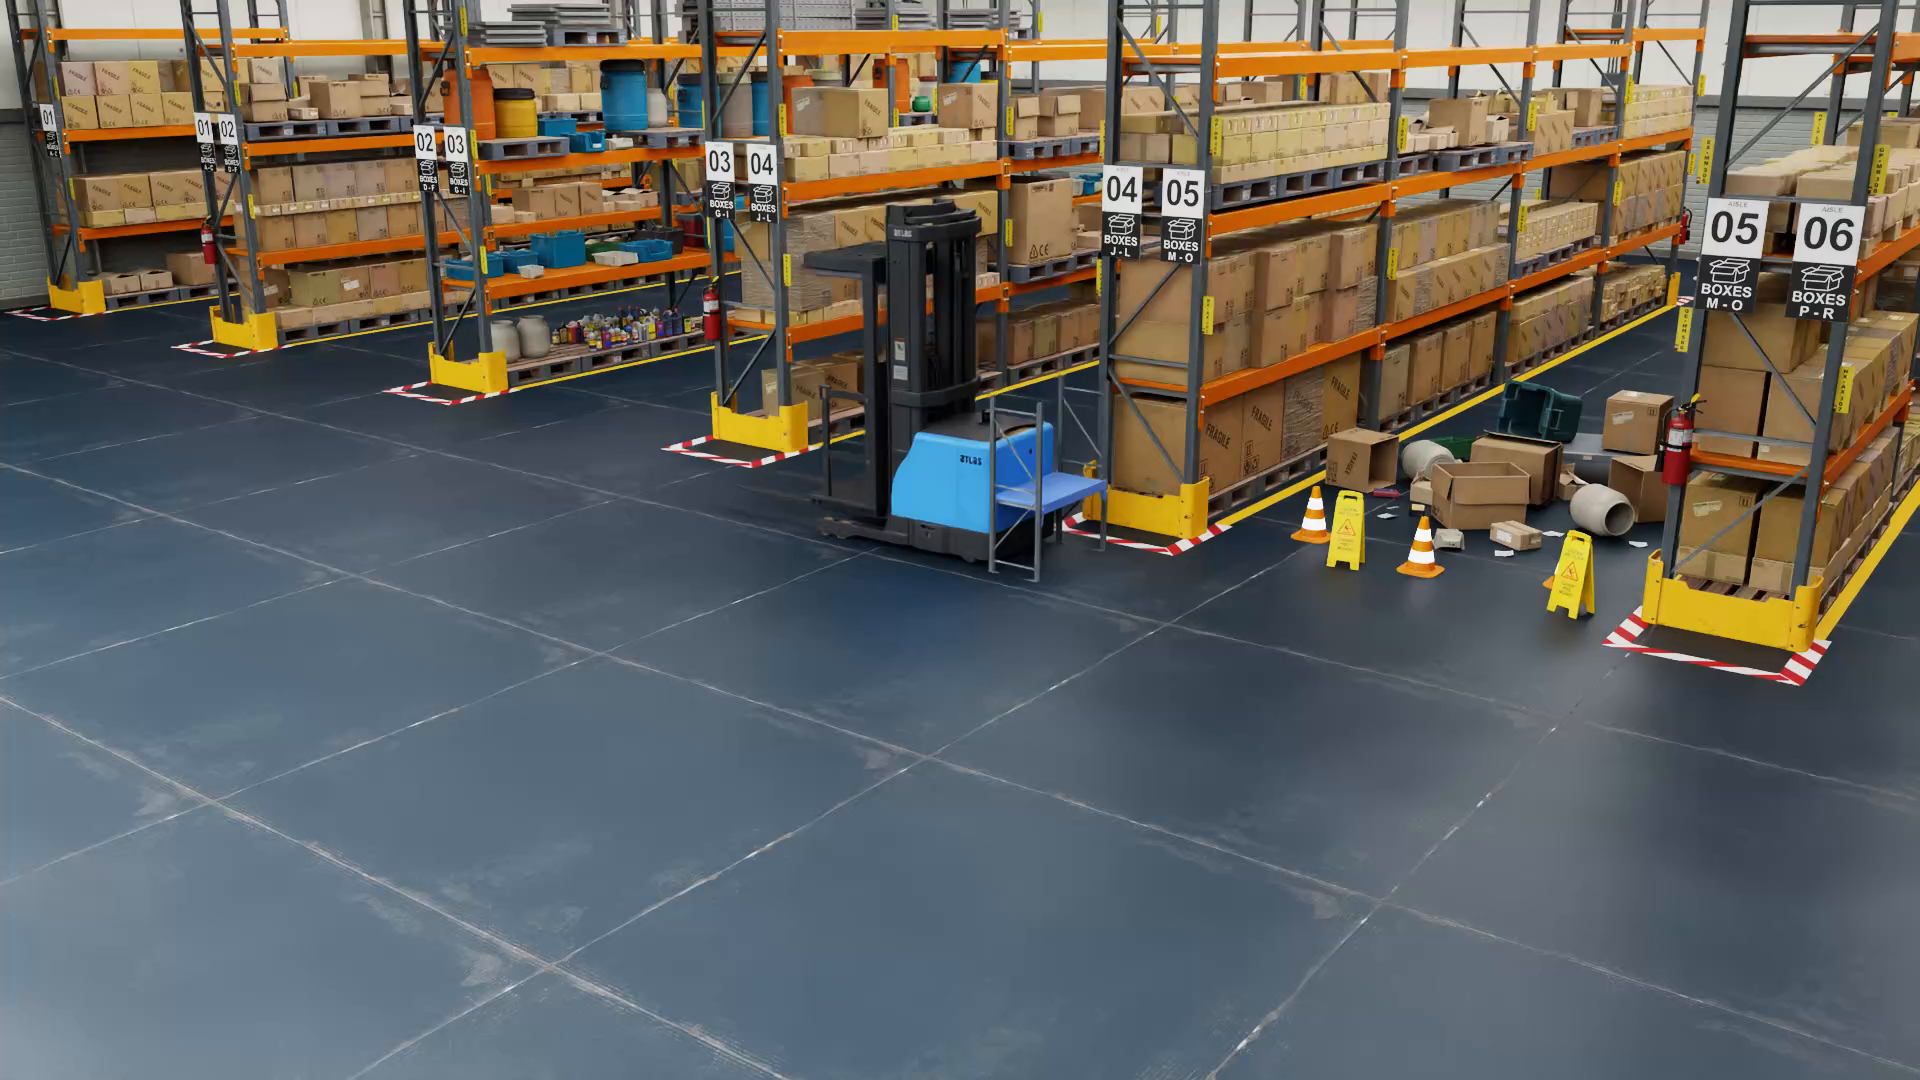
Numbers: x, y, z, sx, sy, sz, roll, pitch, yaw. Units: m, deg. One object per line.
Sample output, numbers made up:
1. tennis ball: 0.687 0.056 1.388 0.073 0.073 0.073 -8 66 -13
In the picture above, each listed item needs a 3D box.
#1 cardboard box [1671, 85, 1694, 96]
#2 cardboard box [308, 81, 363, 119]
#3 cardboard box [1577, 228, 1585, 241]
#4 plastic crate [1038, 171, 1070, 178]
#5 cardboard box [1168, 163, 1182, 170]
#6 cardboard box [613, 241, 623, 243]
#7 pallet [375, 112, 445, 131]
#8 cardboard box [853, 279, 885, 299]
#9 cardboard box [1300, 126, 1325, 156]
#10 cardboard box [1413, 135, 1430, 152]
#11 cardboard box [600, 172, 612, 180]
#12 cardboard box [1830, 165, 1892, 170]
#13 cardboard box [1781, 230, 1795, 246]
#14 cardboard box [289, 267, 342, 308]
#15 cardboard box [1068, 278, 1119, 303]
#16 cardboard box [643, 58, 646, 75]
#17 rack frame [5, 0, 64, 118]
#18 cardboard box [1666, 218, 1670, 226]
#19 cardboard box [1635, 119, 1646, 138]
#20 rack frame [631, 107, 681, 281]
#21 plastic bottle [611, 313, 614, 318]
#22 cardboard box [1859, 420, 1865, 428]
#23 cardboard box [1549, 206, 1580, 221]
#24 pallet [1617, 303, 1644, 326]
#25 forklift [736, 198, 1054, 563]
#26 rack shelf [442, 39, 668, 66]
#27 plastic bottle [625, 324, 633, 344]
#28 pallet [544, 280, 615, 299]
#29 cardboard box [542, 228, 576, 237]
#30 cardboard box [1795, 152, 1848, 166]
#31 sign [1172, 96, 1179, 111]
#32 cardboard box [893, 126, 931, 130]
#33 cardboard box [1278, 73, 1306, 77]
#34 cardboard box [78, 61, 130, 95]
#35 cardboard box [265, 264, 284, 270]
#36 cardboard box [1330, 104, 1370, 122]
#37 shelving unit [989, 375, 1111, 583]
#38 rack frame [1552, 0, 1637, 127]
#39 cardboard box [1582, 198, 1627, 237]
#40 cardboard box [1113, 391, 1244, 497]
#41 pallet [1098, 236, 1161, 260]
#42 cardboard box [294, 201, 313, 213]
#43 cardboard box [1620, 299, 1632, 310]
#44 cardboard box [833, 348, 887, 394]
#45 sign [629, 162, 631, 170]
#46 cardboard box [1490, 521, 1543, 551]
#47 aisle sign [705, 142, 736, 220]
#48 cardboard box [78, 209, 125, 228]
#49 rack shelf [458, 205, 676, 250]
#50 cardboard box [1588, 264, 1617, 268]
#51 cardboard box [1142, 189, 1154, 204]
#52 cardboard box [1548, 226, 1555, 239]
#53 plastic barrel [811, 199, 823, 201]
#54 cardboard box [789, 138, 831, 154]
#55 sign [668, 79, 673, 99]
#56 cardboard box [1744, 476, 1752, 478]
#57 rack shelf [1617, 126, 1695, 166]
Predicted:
1. cardboard box: 11.265 -7.052 26.074 0.380 0.149 0.250 12 21 34
2. cardboard box: -8.974 -6.329 23.896 0.500 0.500 0.500 12 21 35
3. cardboard box: 8.462 -4.270 23.152 0.380 0.149 0.250 12 21 35
4. plastic crate: 1.676 -6.444 30.226 0.402 0.464 0.583 12 21 35
5. cardboard box: 1.770 -3.342 14.936 0.380 0.149 0.250 13 21 35
6. cardboard box: -5.835 -5.001 28.774 0.500 0.311 0.500 12 21 34
7. pallet: -8.287 -6.369 25.287 1.003 0.211 1.213 12 21 35
8. cardboard box: -1.346 -3.050 18.838 0.875 0.500 0.500 12 21 35
9. cardboard box: 3.088 -3.764 15.622 0.500 0.250 0.500 12 21 34
10. cardboard box: 4.894 -4.299 18.018 0.250 0.149 0.380 12 21 35
11. cardboard box: -7.420 -7.534 34.338 0.380 0.149 0.250 12 21 35
12. cardboard box: 6.721 -2.707 12.425 0.380 0.149 0.250 12 21 34
13. cardboard box: 6.025 -2.301 12.461 0.380 0.149 0.250 13 22 36
14. cardboard box: -9.389 -3.687 24.224 0.500 0.500 0.500 12 21 35
15. cardboard box: 1.854 -3.469 23.067 0.500 0.250 0.500 16 23 41
16. cardboard box: -6.364 -10.054 35.116 0.500 0.500 0.500 12 21 34
17. rack frame: -14.164 -7.974 25.246 1.000 3.000 0.127 12 21 35
18. cardboard box: 11.081 -5.093 26.509 0.380 0.149 0.250 12 21 35
19. cardboard box: 9.622 -5.986 24.156 0.500 0.250 0.500 12 21 34
20. rack frame: -5.417 -6.139 29.456 1.000 3.000 0.127 12 21 35
21. plastic bottle: -4.883 -3.028 23.274 0.061 0.283 0.133 14 22 37
22. cardboard box: 7.065 -1.018 13.389 0.380 0.149 0.250 12 21 33
23. cardboard box: 8.290 -4.487 22.847 0.380 0.149 0.250 12 21 35
24. pallet: 9.942 -3.567 25.873 1.003 0.211 1.213 12 21 35
25. forklift: -0.678 -1.524 14.709 3.031 2.935 1.130 12 21 33
26. rack shelf: -6.608 -7.994 27.198 1.077 0.370 4.000 12 21 35
27. plastic bottle: -4.492 -2.795 22.546 0.097 0.271 0.097 0 17 0
28. pallet: -6.666 -4.329 28.329 1.003 0.211 1.213 12 21 35
29. cardboard box: -8.326 -6.547 33.686 0.750 0.750 0.750 12 21 34
30. cardboard box: 7.081 -3.106 13.709 0.380 0.149 0.250 12 21 33
31. sign: 2.972 -5.971 22.984 0.100 0.325 0.005 12 21 35
32. cardboard box: -0.571 -4.827 19.753 0.380 0.149 0.250 13 21 35
33. cardboard box: 5.486 -7.650 26.954 0.500 0.250 0.500 11 20 31
34. cardboard box: -13.400 -7.235 26.038 0.500 0.500 0.500 12 21 34
35. cardboard box: -12.075 -4.785 29.132 0.380 0.166 0.250 9 20 28
36. cardboard box: 3.814 -4.213 16.398 0.380 0.149 0.250 12 21 35
37. shelving unit: 0.753 -0.532 13.928 0.538 1.500 1.048 12 21 35
38. rack frame: 8.844 -7.305 23.095 1.000 3.000 0.127 12 21 35
39. cardboard box: 9.341 -4.703 24.162 0.500 0.500 0.500 12 21 34
40. cardboard box: 2.045 -0.941 15.591 0.875 0.875 0.875 13 21 35
41. pallet: 2.198 -4.108 23.237 1.213 0.211 1.003 12 21 35
42. cardboard box: -9.472 -4.769 23.782 0.380 0.149 0.250 13 21 35
43. cardboard box: 10.059 -3.625 25.459 0.380 0.149 0.250 12 21 33
44. cardboard box: -1.127 -1.929 19.406 0.500 0.500 0.500 15 23 40
45. sign: -5.858 -6.748 29.598 0.100 0.325 0.005 12 21 35
46. cardboard box: 4.887 -0.039 14.618 0.250 0.149 0.380 -7 19 -22
47. aisle sign: -2.507 -3.762 17.418 0.394 0.787 0.004 12 21 35
48. cardboard box: -13.618 -5.107 26.349 0.500 0.250 0.500 12 21 33
49. rack shelf: -6.608 -5.320 28.029 1.077 0.370 4.000 12 21 35
50. cardboard box: 10.321 -4.327 26.716 0.380 0.149 0.250 12 21 35
51. cardboard box: 2.986 -5.086 24.204 0.797 0.503 0.637 13 22 37
52. cardboard box: 7.676 -4.097 22.092 0.380 0.149 0.250 12 21 34
53. plastic barrel: -2.133 -4.934 25.384 0.421 0.512 0.421 0 17 0
54. cardboard box: -1.596 -4.185 17.686 0.380 0.149 0.250 12 21 34
55. sign: -4.976 -7.757 28.601 0.100 0.325 0.005 12 21 35
56. cardboard box: 6.162 -0.623 13.262 0.380 0.149 0.250 13 22 36
57. rack shelf: 10.035 -6.006 25.180 1.077 0.370 4.000 12 21 35
